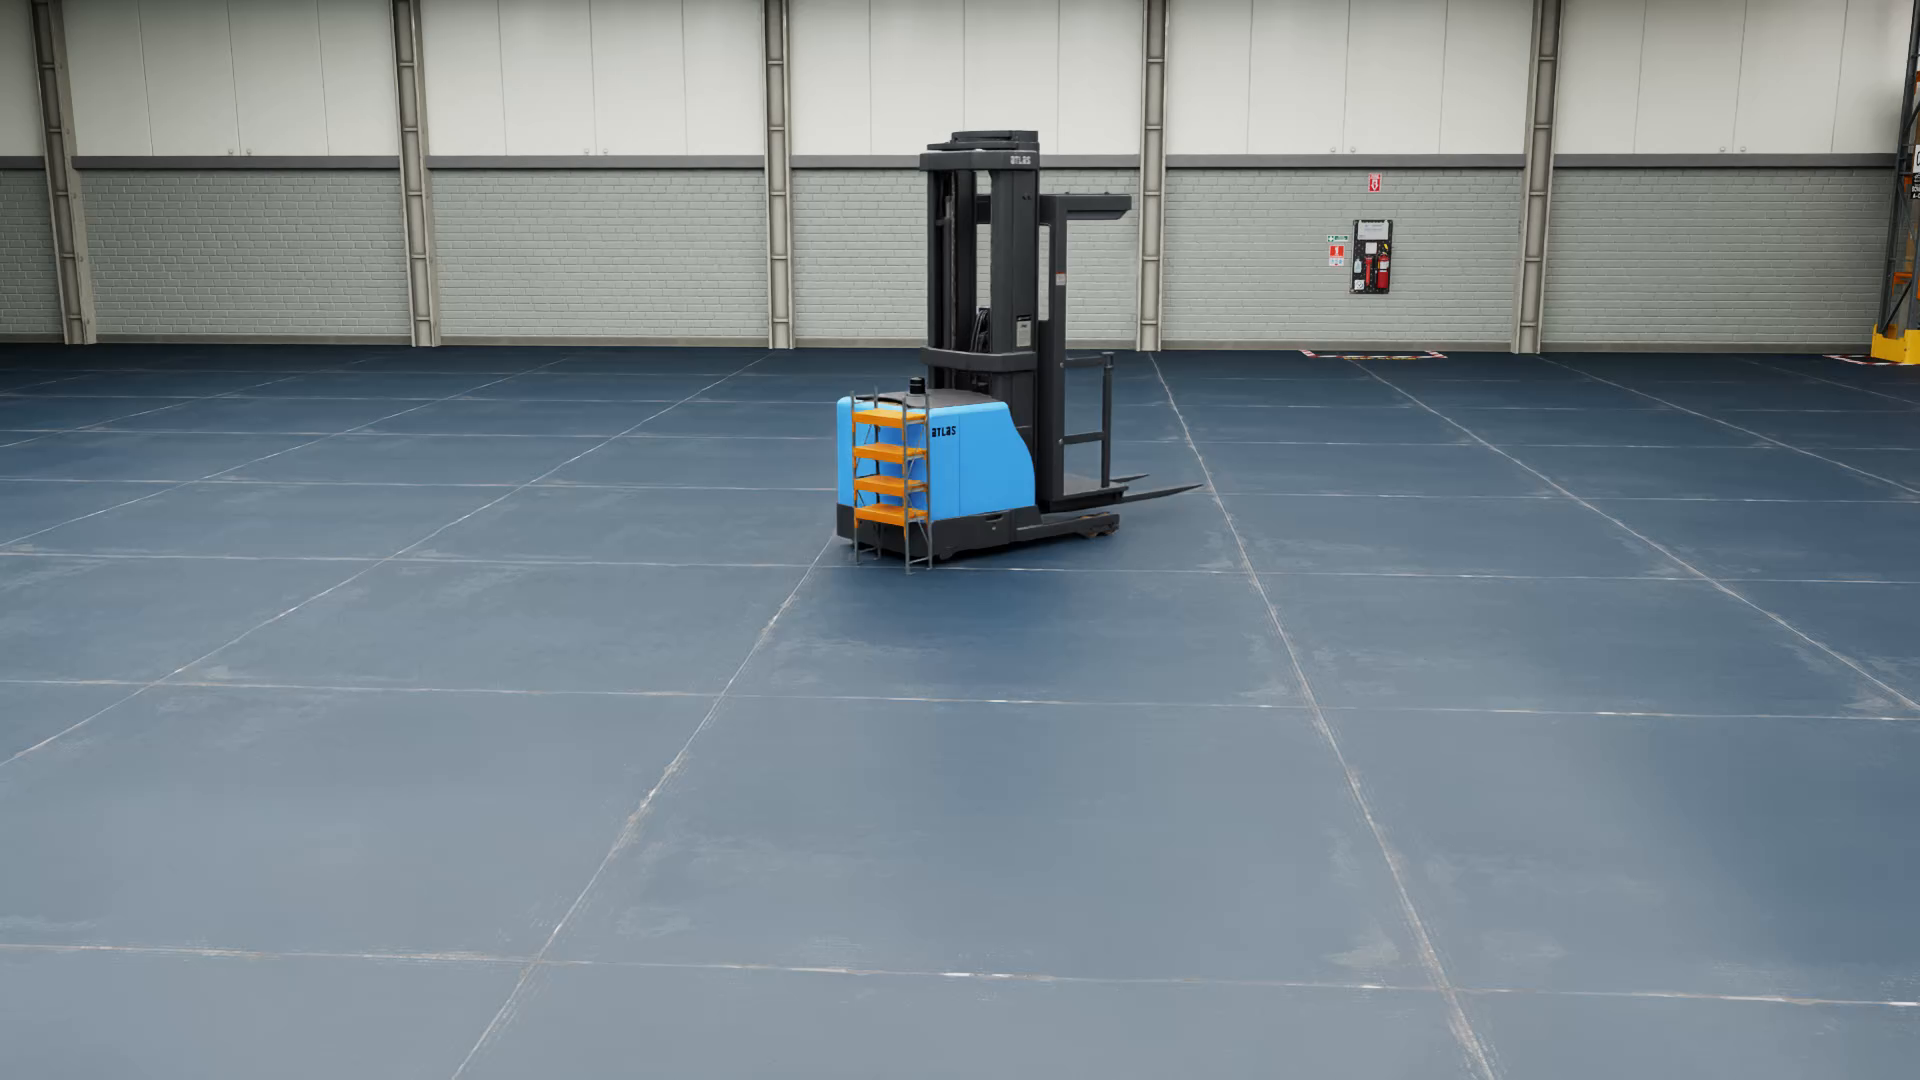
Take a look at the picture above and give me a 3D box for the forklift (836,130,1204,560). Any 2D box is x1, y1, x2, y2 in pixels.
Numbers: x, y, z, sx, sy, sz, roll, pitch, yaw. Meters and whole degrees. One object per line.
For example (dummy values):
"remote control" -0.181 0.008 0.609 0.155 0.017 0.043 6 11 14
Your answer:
"forklift" 0.568 -1.520 12.376 3.031 2.935 1.130 -9 15 -38

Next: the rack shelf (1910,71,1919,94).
"rack shelf" 16.272 -6.778 24.458 4.000 0.370 1.077 1 12 4

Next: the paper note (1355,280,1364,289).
"paper note" 6.411 -4.099 26.688 0.142 0.148 0.016 1 12 4

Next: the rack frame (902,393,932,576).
"rack frame" -0.284 -0.367 11.080 0.015 1.200 0.240 11 17 41

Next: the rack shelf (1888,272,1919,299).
"rack shelf" 16.272 -3.843 25.072 4.000 0.370 1.077 1 12 4

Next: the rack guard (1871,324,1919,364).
"rack guard" 14.352 -2.998 25.380 0.348 0.500 1.175 1 12 4

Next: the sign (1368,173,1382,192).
"sign" 6.581 -5.669 26.380 0.199 0.298 0.001 1 12 4

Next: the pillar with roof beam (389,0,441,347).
"pillar with roof beam" -9.202 -6.775 22.679 0.400 9.000 9.100 1 12 4

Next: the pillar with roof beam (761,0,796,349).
"pillar with roof beam" -3.215 -6.693 22.286 0.400 9.000 9.100 1 12 4

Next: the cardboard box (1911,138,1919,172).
"cardboard box" 14.709 -5.796 25.029 0.500 0.500 0.500 2 12 8

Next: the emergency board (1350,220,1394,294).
"emergency board" 6.583 -4.514 26.519 0.643 1.169 0.194 1 12 4

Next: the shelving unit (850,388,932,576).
"shelving unit" -0.463 -0.401 11.242 0.503 1.200 0.258 11 17 41

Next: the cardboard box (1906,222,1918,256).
"cardboard box" 14.761 -4.563 25.242 0.500 0.500 0.500 1 12 3

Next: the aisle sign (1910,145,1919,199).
"aisle sign" 14.184 -5.435 24.574 0.004 0.787 0.394 1 12 4

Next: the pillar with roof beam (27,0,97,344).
"pillar with roof beam" -15.188 -6.857 23.071 0.400 9.000 9.100 1 12 4

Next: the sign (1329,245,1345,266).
"sign" 6.038 -4.560 26.652 0.234 0.329 0.001 1 12 4

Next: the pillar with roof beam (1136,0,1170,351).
"pillar with roof beam" 2.772 -6.611 21.894 0.400 9.000 9.100 1 12 4

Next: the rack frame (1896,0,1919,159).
"rack frame" 14.276 -7.159 24.515 0.127 3.000 1.000 1 12 4

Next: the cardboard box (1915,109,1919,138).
"cardboard box" 14.724 -6.287 24.934 0.500 0.500 0.500 1 12 6

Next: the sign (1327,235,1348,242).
"sign" 6.042 -4.817 26.589 0.331 0.109 0.001 1 12 4

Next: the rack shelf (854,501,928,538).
"rack shelf" -0.460 -0.142 11.300 0.480 0.148 0.258 11 17 41

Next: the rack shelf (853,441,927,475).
"rack shelf" -0.465 -0.554 11.208 0.480 0.148 0.258 11 17 41

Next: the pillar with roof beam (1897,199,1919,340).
"pillar with roof beam" 14.745 -6.447 21.109 0.400 9.000 9.100 1 12 4

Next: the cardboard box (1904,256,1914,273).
"cardboard box" 14.755 -4.192 25.301 0.500 0.250 0.500 1 12 5

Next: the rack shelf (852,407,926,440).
"rack shelf" -0.468 -0.784 11.156 0.480 0.148 0.258 11 17 41

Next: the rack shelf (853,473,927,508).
"rack shelf" -0.462 -0.335 11.257 0.480 0.148 0.258 11 17 41

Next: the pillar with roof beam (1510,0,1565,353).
"pillar with roof beam" 8.758 -6.529 21.502 0.400 9.000 9.100 1 12 4

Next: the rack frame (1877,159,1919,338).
"rack frame" 14.276 -4.223 25.129 0.127 3.000 1.000 1 12 4

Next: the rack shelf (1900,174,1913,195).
"rack shelf" 16.272 -5.311 24.764 4.000 0.370 1.077 1 12 4

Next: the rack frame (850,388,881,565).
"rack frame" -0.643 -0.435 11.403 0.015 1.200 0.240 11 17 41
